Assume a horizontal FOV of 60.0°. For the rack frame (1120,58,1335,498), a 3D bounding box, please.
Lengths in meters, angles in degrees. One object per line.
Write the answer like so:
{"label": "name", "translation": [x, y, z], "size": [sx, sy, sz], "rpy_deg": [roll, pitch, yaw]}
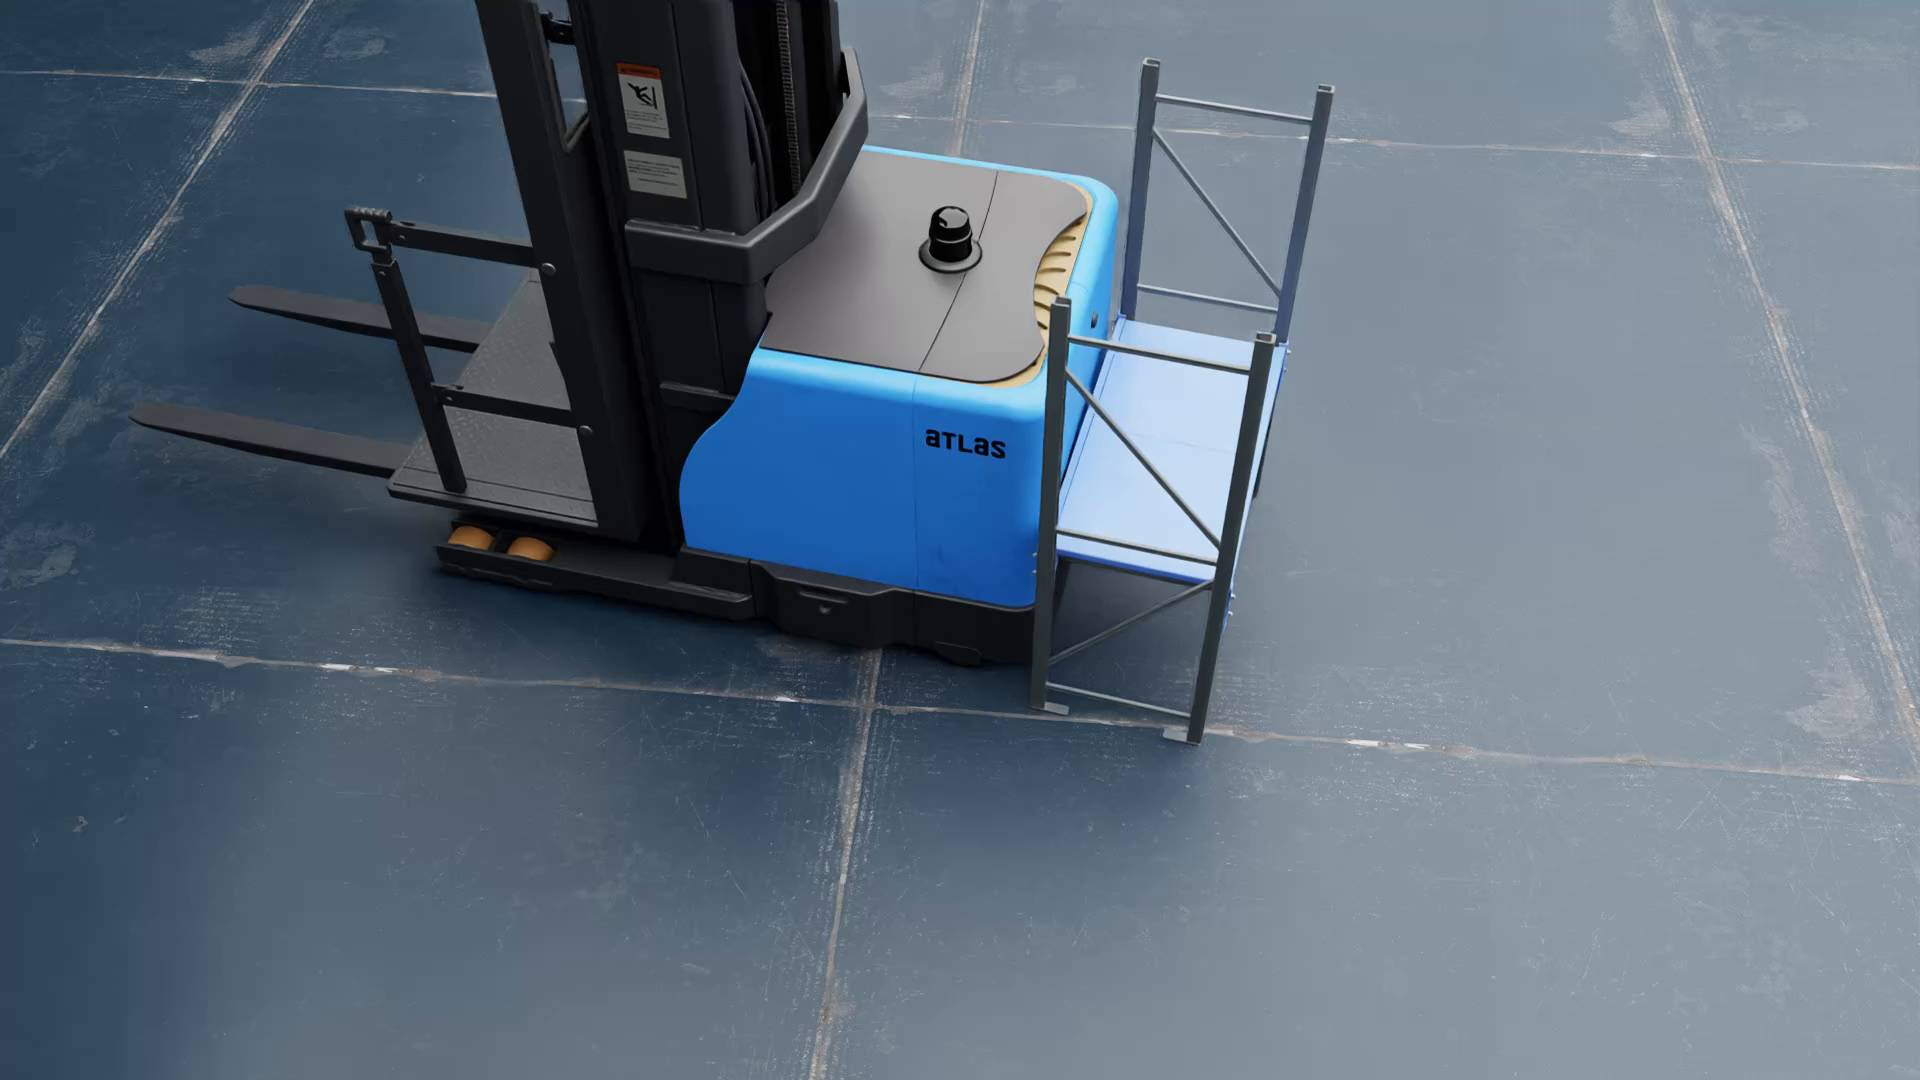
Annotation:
{"label": "rack frame", "translation": [0.723, -0.703, 4.876], "size": [0.500, 1.500, 0.032], "rpy_deg": [12, 49, 11]}

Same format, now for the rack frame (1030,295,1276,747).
{"label": "rack frame", "translation": [0.446, 0.019, 4.216], "size": [0.500, 1.500, 0.032], "rpy_deg": [12, 49, 11]}

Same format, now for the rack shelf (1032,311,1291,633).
{"label": "rack shelf", "translation": [0.584, -0.220, 4.679], "size": [0.538, 0.185, 1.000], "rpy_deg": [12, 49, 11]}

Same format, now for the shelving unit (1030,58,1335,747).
{"label": "shelving unit", "translation": [0.584, -0.342, 4.546], "size": [0.538, 1.500, 1.048], "rpy_deg": [12, 49, 11]}

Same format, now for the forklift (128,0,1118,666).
{"label": "forklift", "translation": [-1.109, -1.206, 4.367], "size": [3.031, 2.935, 1.130], "rpy_deg": [10, 48, 9]}
